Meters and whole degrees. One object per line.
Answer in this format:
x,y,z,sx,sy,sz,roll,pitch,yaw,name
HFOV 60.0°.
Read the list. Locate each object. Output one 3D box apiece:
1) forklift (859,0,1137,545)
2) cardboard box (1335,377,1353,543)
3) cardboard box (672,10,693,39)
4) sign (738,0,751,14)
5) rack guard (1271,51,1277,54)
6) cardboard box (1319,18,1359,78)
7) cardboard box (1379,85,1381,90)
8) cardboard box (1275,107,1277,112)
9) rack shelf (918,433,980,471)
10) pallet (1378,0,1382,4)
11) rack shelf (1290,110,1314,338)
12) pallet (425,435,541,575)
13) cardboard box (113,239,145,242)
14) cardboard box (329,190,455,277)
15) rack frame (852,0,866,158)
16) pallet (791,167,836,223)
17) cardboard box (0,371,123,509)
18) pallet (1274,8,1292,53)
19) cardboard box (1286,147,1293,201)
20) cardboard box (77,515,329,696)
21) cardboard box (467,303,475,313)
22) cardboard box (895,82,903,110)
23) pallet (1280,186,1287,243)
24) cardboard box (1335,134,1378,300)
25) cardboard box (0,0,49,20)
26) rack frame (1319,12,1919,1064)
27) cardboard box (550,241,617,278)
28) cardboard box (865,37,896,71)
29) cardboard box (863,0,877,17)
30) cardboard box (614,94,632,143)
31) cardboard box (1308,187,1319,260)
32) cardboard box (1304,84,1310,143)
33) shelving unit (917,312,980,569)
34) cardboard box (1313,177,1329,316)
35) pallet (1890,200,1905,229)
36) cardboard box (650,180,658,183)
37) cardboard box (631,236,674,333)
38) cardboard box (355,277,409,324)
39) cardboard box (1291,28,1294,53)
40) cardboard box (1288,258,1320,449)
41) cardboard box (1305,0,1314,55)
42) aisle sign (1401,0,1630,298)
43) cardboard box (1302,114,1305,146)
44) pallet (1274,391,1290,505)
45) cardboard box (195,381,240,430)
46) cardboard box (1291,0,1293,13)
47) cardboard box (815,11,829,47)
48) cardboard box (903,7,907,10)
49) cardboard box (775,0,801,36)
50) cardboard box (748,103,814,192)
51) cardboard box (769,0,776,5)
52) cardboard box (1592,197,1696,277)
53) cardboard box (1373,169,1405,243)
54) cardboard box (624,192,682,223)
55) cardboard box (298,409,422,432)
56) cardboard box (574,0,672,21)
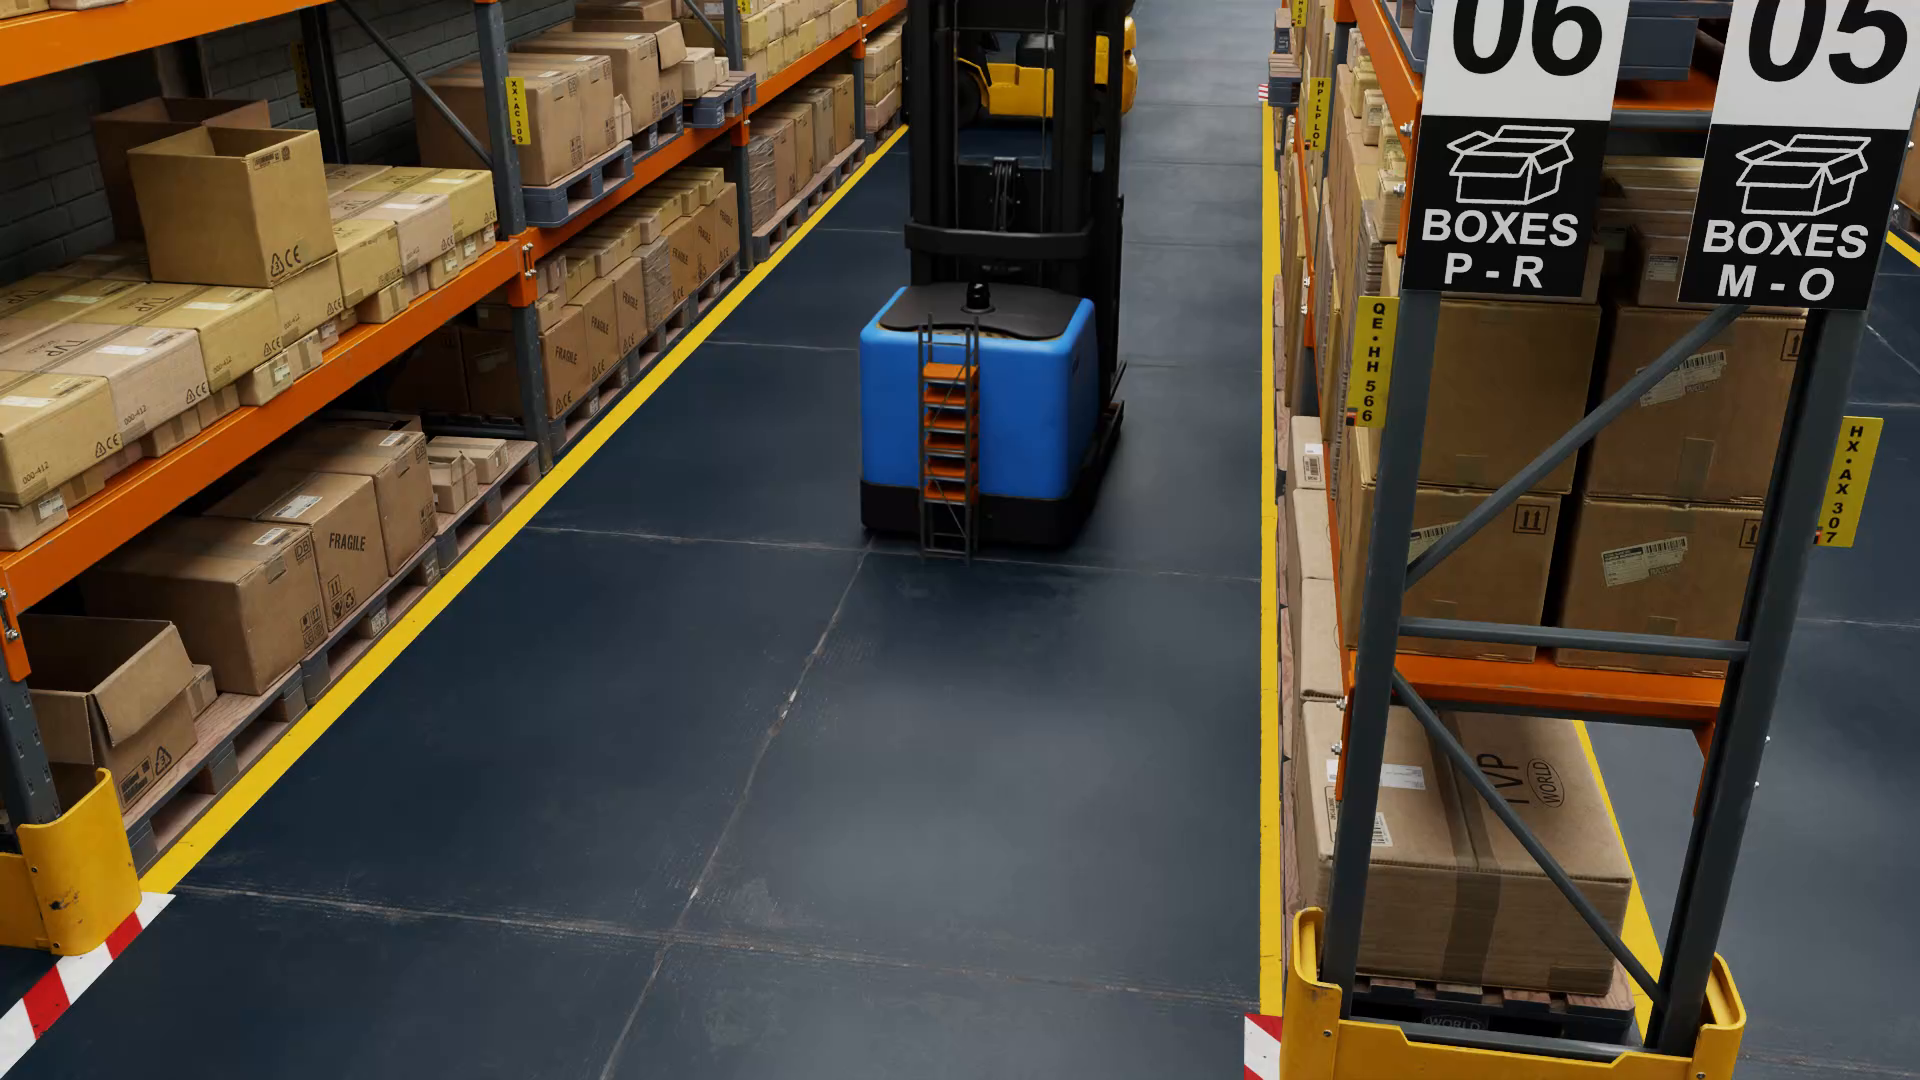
0.331,-1.903,8.858,1.130,2.935,3.031,5,26,11,forklift
1.434,-0.221,5.066,0.500,0.500,0.500,3,25,7,cardboard box
-2.272,-3.800,12.418,0.500,0.250,0.500,5,25,10,cardboard box
-1.534,-3.890,11.749,0.100,0.325,0.005,4,25,9,sign
4.122,-5.275,18.929,1.175,0.500,0.348,4,25,9,rack guard
2.075,-2.339,8.411,0.500,0.500,0.500,5,25,10,cardboard box
1.706,-1.560,5.982,0.380,0.149,0.250,4,25,8,cardboard box
3.562,-4.623,17.336,0.500,0.250,0.500,6,26,12,cardboard box
-0.051,-0.414,7.825,0.258,0.103,0.180,5,26,11,rack shelf
1.827,-1.888,5.311,1.003,0.211,1.213,4,25,9,pallet
2.500,-1.930,9.684,1.077,0.370,4.000,4,25,9,rack shelf
-2.838,-0.212,8.454,1.003,0.211,1.213,4,25,9,pallet
-3.233,-1.214,7.132,0.500,0.250,0.500,5,25,10,cardboard box
-2.635,-1.388,7.504,0.500,0.250,0.500,4,25,9,cardboard box
-1.417,-5.108,15.624,1.000,3.000,0.127,4,25,9,rack frame
-1.696,-3.022,14.458,1.003,0.211,1.213,4,25,9,pallet
-3.038,-0.327,5.236,0.500,0.250,0.500,4,25,9,cardboard box
3.212,-4.369,14.272,1.003,0.211,1.213,4,25,9,pallet
3.171,-2.954,13.627,0.950,0.372,0.625,5,26,10,cardboard box
-3.007,0.249,6.633,0.700,0.500,0.500,5,26,11,cardboard box
-2.911,-1.398,9.387,0.380,0.149,0.250,4,25,9,cardboard box
-0.875,-4.662,17.419,0.500,0.250,0.500,4,25,9,cardboard box
3.157,-2.665,13.695,1.003,0.211,1.213,4,25,9,pallet
1.588,-1.100,5.765,0.500,0.500,0.500,4,25,8,cardboard box
-3.021,-1.669,5.034,0.380,0.149,0.250,4,25,9,cardboard box
1.519,0.253,4.171,1.000,3.000,0.127,4,25,9,rack frame
-2.295,-1.692,10.015,0.380,0.149,0.250,4,25,8,cardboard box
-0.935,-4.899,16.747,0.500,0.250,0.500,4,25,9,cardboard box
-1.087,-5.321,15.961,0.500,0.500,0.500,3,25,7,cardboard box
-2.119,-2.446,9.600,0.396,0.266,0.258,5,26,11,cardboard box
1.997,-1.557,8.215,0.500,0.250,0.500,3,25,7,cardboard box
2.225,-2.421,9.472,0.500,0.250,0.500,4,25,9,cardboard box
-0.051,-0.455,7.806,0.258,1.200,0.189,5,26,11,shelving unit
1.838,-1.287,7.343,0.500,0.500,0.500,5,26,10,cardboard box
8.329,-2.874,14.141,1.003,0.211,1.213,4,25,9,pallet
-2.416,-2.336,12.156,0.500,0.500,0.500,5,26,10,cardboard box
-2.170,-1.655,10.701,0.500,0.500,0.500,3,25,7,cardboard box
-2.651,-1.060,7.273,0.380,0.149,0.250,4,25,8,cardboard box
2.698,-3.769,12.564,0.380,0.149,0.250,4,25,9,cardboard box
2.195,-0.912,8.672,0.875,0.875,0.875,5,26,10,cardboard box
2.505,-3.401,10.681,0.500,0.500,0.500,3,25,7,cardboard box
1.202,-0.915,3.601,0.394,0.787,0.004,4,25,9,aisle sign
2.432,-2.621,10.489,0.500,0.250,0.500,3,25,7,cardboard box
2.225,-0.485,9.036,1.003,0.211,1.213,4,25,9,pallet
-2.910,-0.529,6.137,0.380,0.149,0.250,4,25,9,cardboard box
2.872,-4.329,12.995,0.500,0.500,0.500,3,25,6,cardboard box
-1.430,-4.395,14.278,0.500,0.250,0.500,4,25,9,cardboard box
-0.531,-5.964,19.022,0.500,0.250,0.500,5,26,10,cardboard box
-1.571,-4.189,13.248,0.500,0.250,0.500,3,25,7,cardboard box
-1.747,-3.365,14.206,0.875,0.625,0.625,3,25,6,cardboard box
-1.639,-4.218,12.840,0.380,0.149,0.250,4,25,9,cardboard box
1.823,-0.782,4.321,0.380,0.149,0.250,5,25,10,cardboard box
1.357,-0.924,4.624,0.380,0.149,0.250,4,25,8,cardboard box
-2.090,-2.232,11.168,0.380,0.149,0.250,5,26,10,cardboard box
-3.066,-0.474,8.402,0.500,0.311,0.500,5,26,10,cardboard box
-2.309,-3.466,11.503,0.500,0.500,0.500,5,26,11,cardboard box
